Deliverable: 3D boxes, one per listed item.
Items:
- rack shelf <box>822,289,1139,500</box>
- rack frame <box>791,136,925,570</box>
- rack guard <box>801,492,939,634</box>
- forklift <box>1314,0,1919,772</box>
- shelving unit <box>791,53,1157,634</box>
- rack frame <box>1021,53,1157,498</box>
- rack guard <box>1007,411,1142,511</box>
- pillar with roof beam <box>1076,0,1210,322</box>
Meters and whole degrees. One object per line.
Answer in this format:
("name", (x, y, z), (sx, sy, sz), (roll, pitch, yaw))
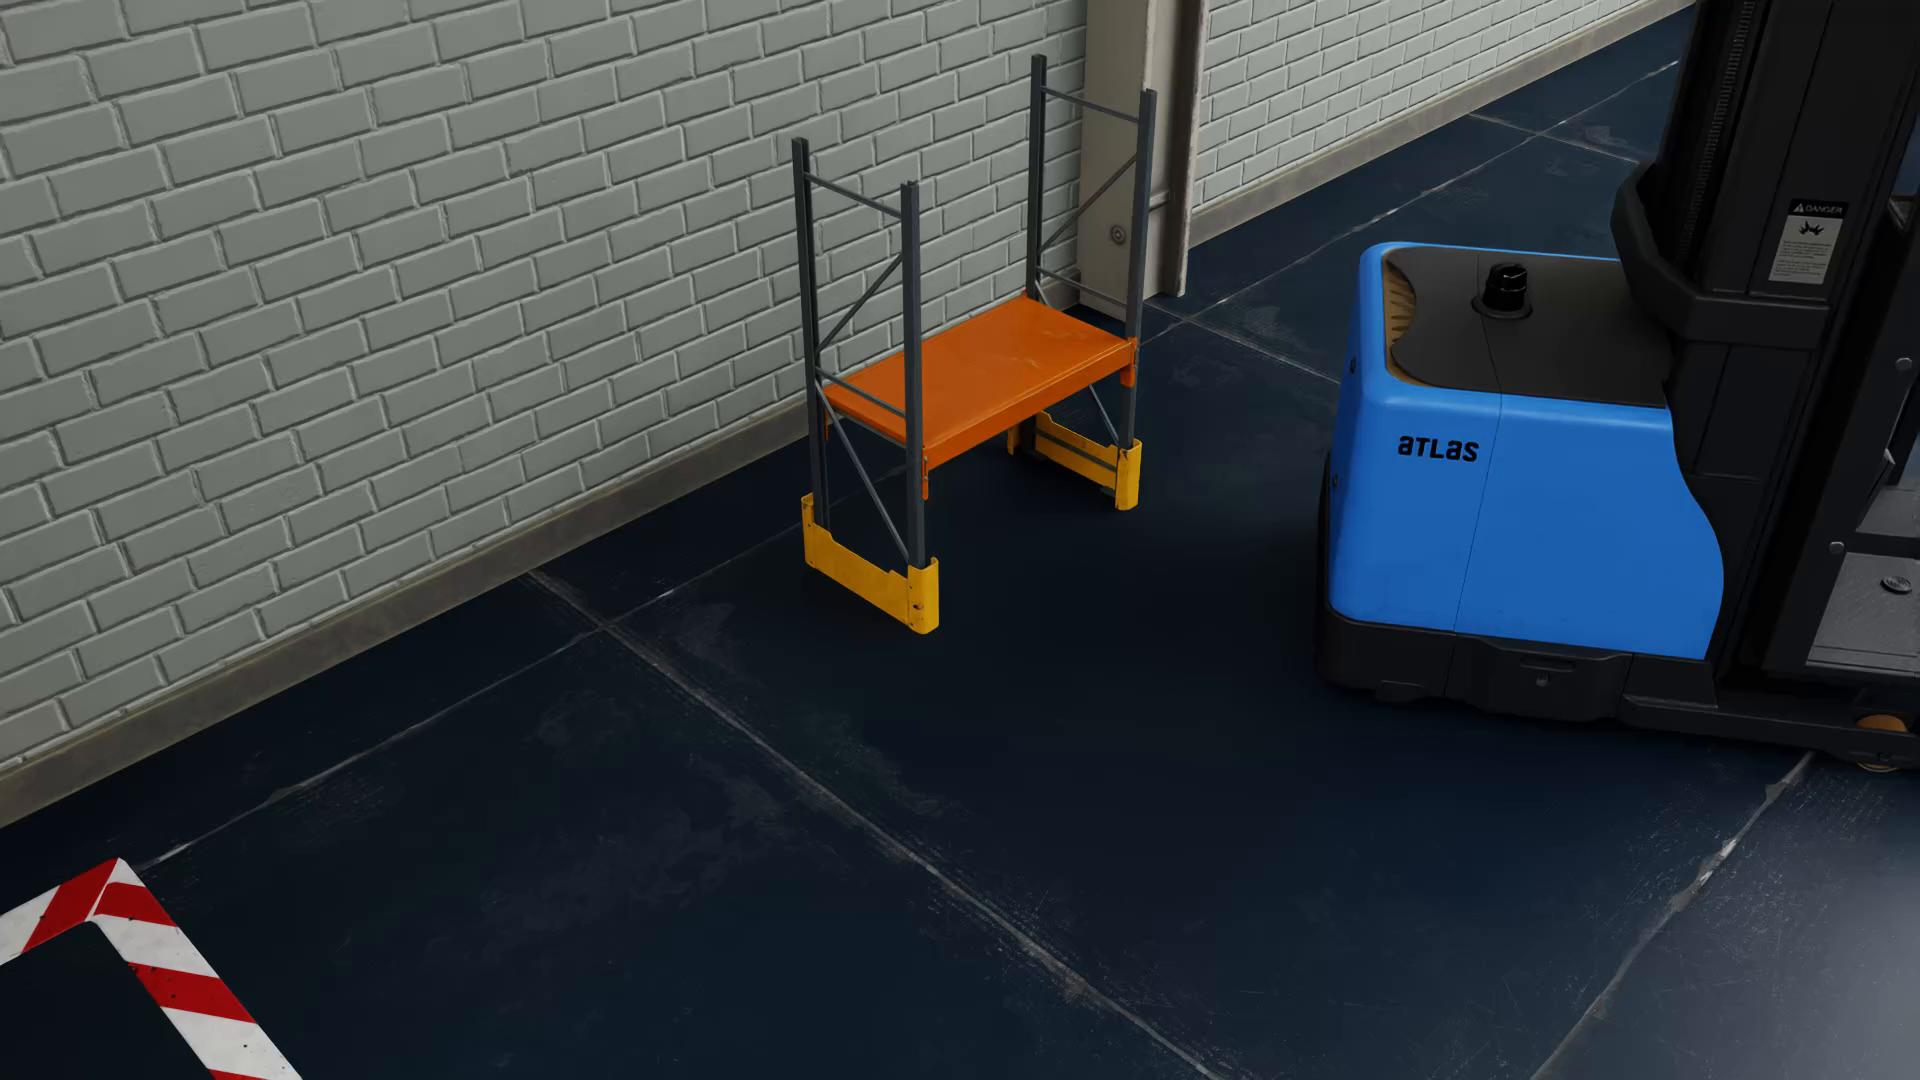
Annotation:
("rack shelf", (0.060, -0.502, 5.474), (0.538, 0.185, 1.000), (30, 45, 35))
("rack frame", (-0.298, -0.443, 5.075), (0.500, 1.500, 0.032), (30, 45, 35))
("rack guard", (-0.297, 0.069, 5.433), (0.587, 0.250, 0.087), (30, 45, 35))
("forklift", (2.652, -0.844, 4.399), (3.031, 2.935, 1.130), (6, 35, 9))
("shelving unit", (0.054, -0.646, 5.365), (0.587, 1.500, 1.083), (30, 45, 35))
("rack frame", (0.418, -0.856, 5.667), (0.500, 1.500, 0.032), (30, 45, 35))
("rack guard", (0.405, -0.336, 6.013), (0.587, 0.250, 0.087), (30, 45, 35))
("pillar with roof beam", (3.798, -3.021, 2.216), (9.100, 9.000, 0.400), (30, 45, 35))
